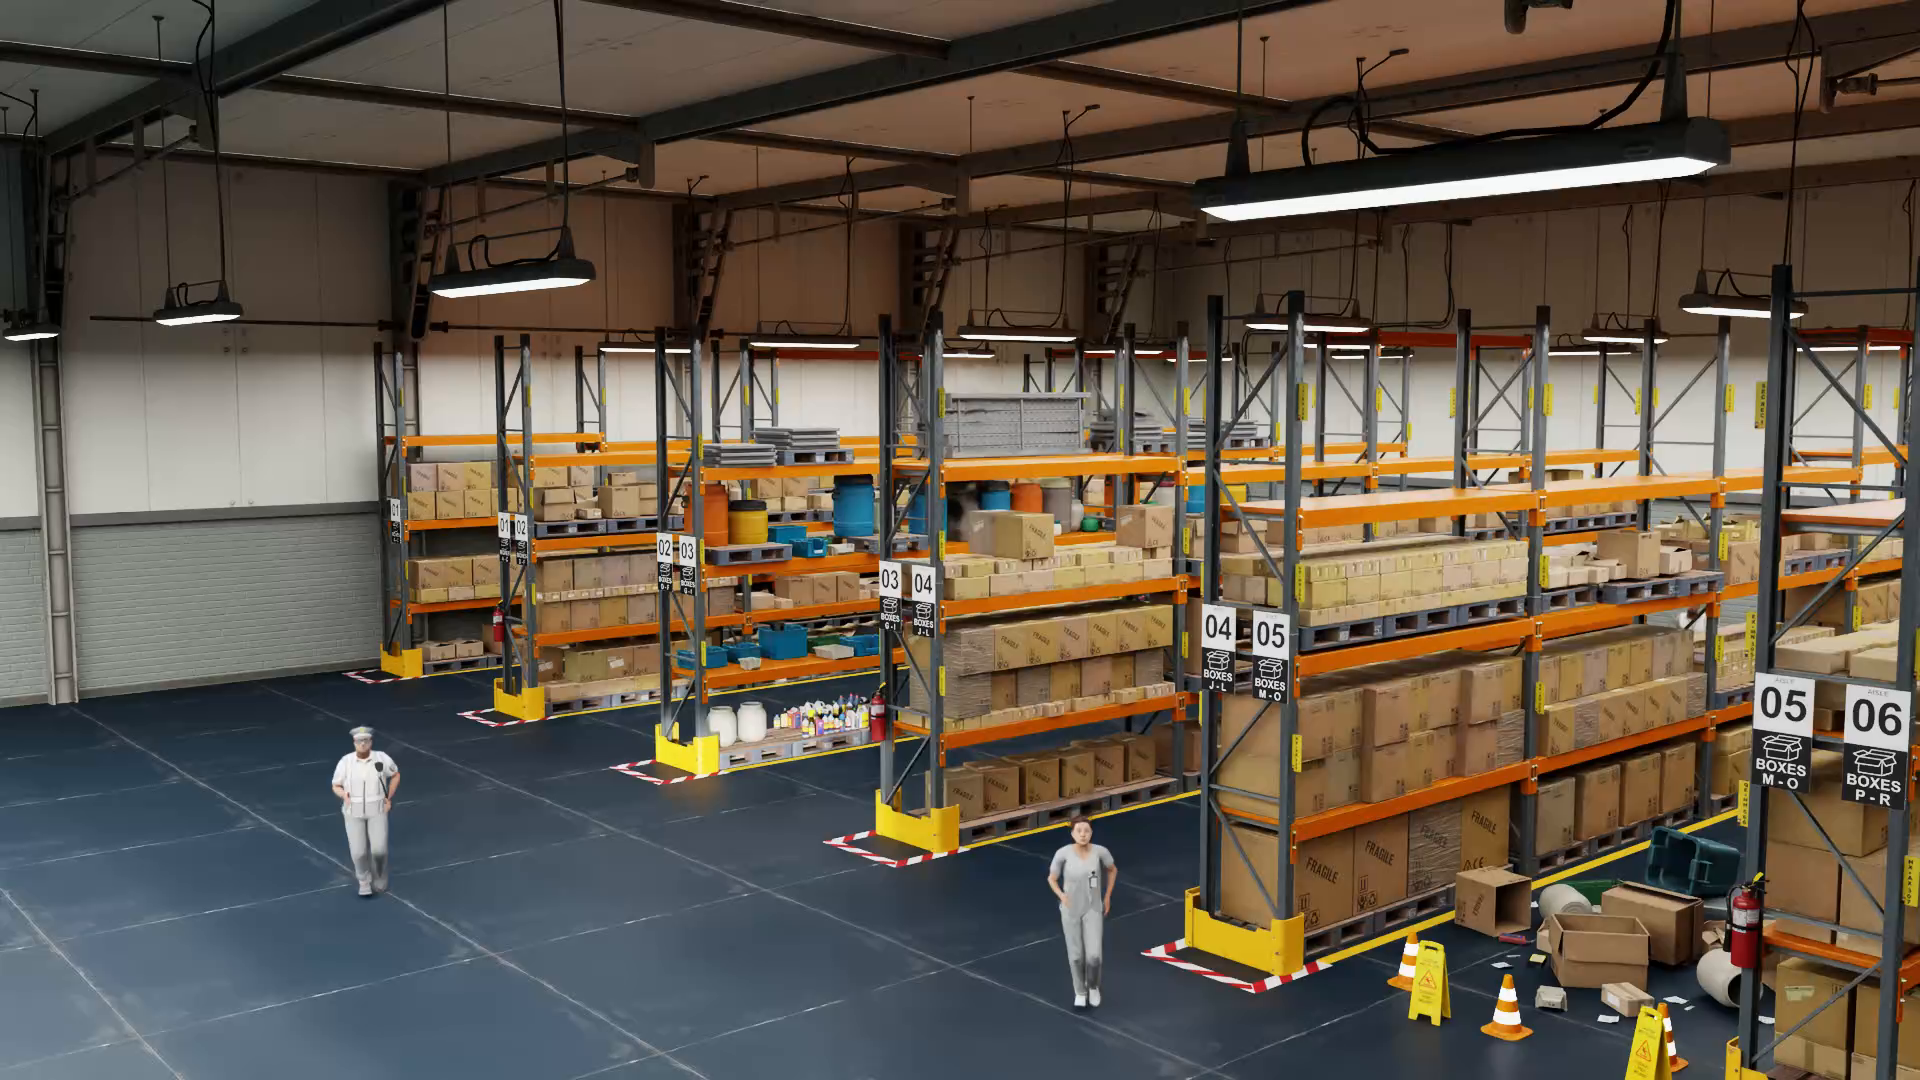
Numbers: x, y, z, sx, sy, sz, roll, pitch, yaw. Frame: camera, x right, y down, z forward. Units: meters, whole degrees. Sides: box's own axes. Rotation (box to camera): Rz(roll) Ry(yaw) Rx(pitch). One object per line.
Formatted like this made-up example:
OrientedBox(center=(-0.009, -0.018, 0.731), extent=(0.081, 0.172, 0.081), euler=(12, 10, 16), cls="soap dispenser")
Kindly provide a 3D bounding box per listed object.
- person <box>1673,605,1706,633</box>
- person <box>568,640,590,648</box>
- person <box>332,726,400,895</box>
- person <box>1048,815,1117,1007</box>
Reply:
OrientedBox(center=(12.064, 1.804, 27.387), extent=(0.692, 1.726, 0.598), euler=(3, 6, 28), cls="person")
OrientedBox(center=(-6.561, 1.723, 28.935), extent=(0.839, 1.654, 0.623), euler=(-5, 7, -44), cls="person")
OrientedBox(center=(-6.013, 2.757, 16.848), extent=(0.650, 1.744, 0.602), euler=(-2, 5, -17), cls="person")
OrientedBox(center=(1.010, 3.090, 13.764), extent=(0.574, 1.636, 0.591), euler=(0, 5, 5), cls="person")
